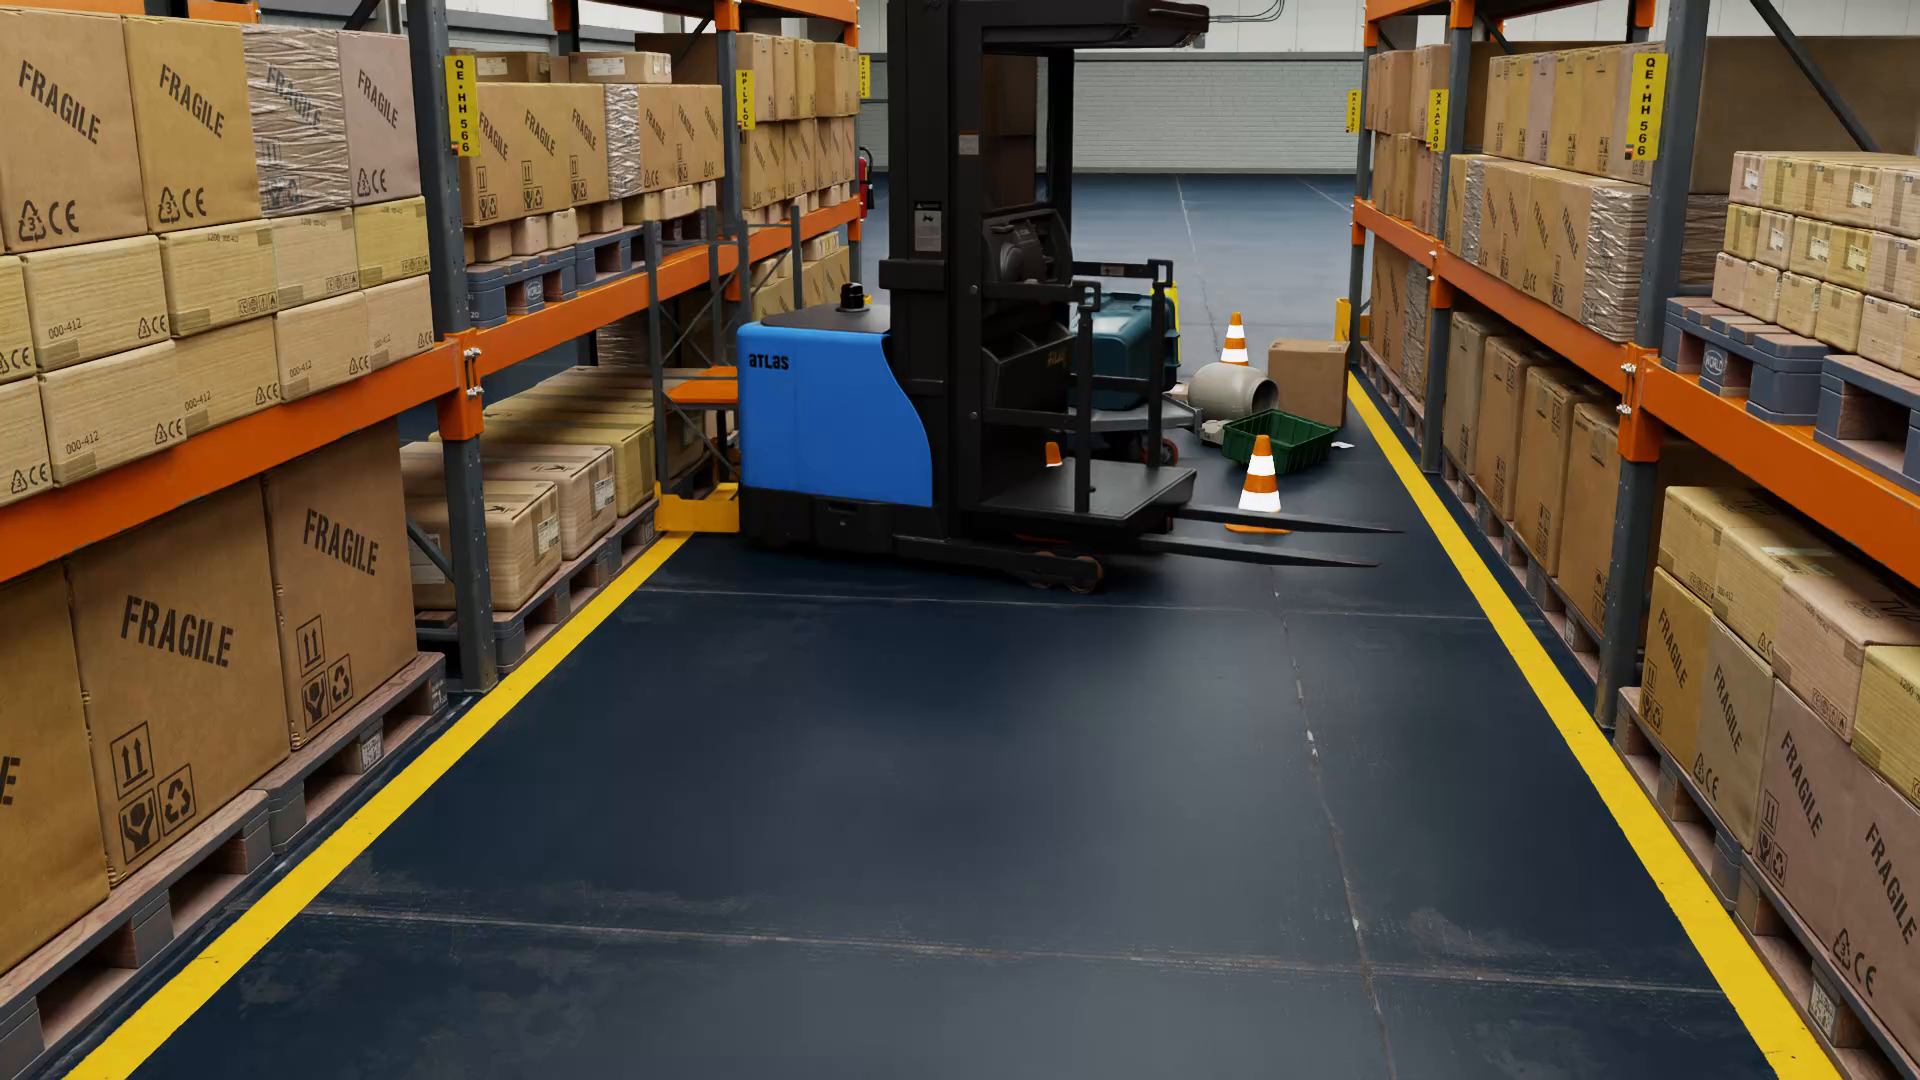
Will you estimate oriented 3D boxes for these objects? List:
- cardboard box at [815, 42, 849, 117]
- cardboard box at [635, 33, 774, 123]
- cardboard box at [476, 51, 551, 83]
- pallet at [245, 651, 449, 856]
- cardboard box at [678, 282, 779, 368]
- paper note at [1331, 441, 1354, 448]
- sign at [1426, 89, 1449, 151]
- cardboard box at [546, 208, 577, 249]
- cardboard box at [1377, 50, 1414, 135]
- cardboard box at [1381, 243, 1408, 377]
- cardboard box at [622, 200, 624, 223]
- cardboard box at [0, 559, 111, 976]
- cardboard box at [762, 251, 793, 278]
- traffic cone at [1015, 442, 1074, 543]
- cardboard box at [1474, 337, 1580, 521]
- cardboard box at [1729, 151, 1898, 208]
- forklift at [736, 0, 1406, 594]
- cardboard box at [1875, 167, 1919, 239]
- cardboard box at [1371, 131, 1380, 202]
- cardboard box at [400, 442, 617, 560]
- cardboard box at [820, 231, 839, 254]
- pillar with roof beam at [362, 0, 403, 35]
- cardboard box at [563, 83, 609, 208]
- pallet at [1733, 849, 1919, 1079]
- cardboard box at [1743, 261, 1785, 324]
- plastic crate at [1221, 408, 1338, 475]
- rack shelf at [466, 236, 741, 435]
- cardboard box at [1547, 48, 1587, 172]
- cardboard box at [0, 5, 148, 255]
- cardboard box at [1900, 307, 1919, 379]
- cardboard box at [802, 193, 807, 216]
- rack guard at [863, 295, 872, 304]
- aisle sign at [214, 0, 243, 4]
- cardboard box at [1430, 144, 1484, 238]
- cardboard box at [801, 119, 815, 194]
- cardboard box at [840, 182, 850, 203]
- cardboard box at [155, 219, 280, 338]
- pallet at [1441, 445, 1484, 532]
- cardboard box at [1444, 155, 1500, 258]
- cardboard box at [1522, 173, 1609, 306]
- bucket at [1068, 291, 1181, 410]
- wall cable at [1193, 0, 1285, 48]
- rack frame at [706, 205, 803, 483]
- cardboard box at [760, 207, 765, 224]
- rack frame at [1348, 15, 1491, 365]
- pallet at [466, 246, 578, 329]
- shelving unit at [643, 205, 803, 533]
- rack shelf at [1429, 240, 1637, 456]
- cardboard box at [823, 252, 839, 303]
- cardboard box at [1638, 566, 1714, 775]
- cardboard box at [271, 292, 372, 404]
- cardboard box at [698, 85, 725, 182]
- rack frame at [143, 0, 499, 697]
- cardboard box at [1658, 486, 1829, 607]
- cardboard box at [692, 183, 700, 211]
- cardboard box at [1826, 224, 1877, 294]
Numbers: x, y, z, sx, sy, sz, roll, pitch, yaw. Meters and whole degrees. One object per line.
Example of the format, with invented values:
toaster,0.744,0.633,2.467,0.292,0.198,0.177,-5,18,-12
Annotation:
cardboard box,-1.174,-3.253,11.769,0.700,0.500,0.500,2,15,6
cardboard box,-1.500,-2.729,9.829,0.700,0.500,0.500,2,15,6
cardboard box,-2.190,-2.258,7.956,0.380,0.149,0.250,3,15,9
pallet,-2.380,0.639,5.393,1.003,0.211,1.213,2,15,6
cardboard box,-1.430,-1.329,10.356,0.500,0.500,0.500,2,15,9
paper note,2.341,-0.595,10.302,0.147,0.020,0.142,-10,18,-32
sign,2.613,-2.299,9.107,0.100,0.325,0.005,2,15,6
cardboard box,-1.801,-1.282,6.833,0.380,0.149,0.250,2,15,7
cardboard box,3.367,-3.076,11.436,0.875,0.550,0.550,2,15,6
cardboard box,3.508,-1.635,11.728,0.875,0.875,0.875,1,15,5
cardboard box,-1.810,-1.557,7.849,0.380,0.149,0.250,1,15,4
cardboard box,-2.583,0.554,3.633,0.875,0.875,0.875,2,15,8
cardboard box,-1.300,-1.806,10.878,0.380,0.149,0.250,2,15,8
traffic cone,0.447,-0.254,8.216,0.336,0.463,0.334,2,15,6
cardboard box,3.072,-0.530,7.880,1.050,0.750,0.750,2,15,6
cardboard box,2.468,-1.043,4.808,0.380,0.149,0.250,2,15,6
forklift,0.496,-1.335,7.484,3.031,2.935,1.130,7,17,24
cardboard box,2.350,-0.772,3.806,0.380,0.149,0.250,2,15,9
cardboard box,3.619,-2.839,12.627,0.875,0.550,0.550,2,15,6
cardboard box,-2.067,-0.181,7.314,0.950,0.372,0.625,1,15,5
cardboard box,-1.119,-2.222,12.415,0.380,0.149,0.250,2,15,8
pillar with roof beam,-2.265,-7.300,17.920,9.100,9.000,0.400,2,15,6
cardboard box,-1.830,-1.687,7.087,0.500,0.500,0.500,2,15,7
pallet,2.484,1.075,3.782,1.003,0.211,1.213,2,15,6
cardboard box,2.432,-0.691,4.648,0.380,0.149,0.250,2,15,9
plastic crate,1.883,-0.581,9.840,0.450,0.188,0.662,22,25,31
rack shelf,-1.991,-1.080,7.789,1.077,0.370,4.000,2,15,6
cardboard box,2.943,-1.833,7.088,0.700,0.500,0.500,2,15,6
cardboard box,-2.191,-0.905,3.655,0.500,0.500,0.500,1,15,5
cardboard box,2.315,-0.417,3.633,0.380,0.149,0.250,2,15,7
cardboard box,-1.256,-2.295,11.384,0.380,0.149,0.250,2,15,6
rack guard,-1.322,-1.757,13.703,1.175,0.500,0.348,2,15,6
aisle sign,-5.947,-4.392,13.679,0.394,0.787,0.004,2,15,6
cardboard box,3.195,-1.995,9.507,0.875,0.550,0.550,2,15,6
cardboard box,-1.298,-2.636,11.404,0.500,0.500,0.500,2,15,7
cardboard box,-1.061,-2.690,12.846,0.380,0.149,0.250,2,15,6
cardboard box,-2.110,-0.678,4.253,0.500,0.250,0.500,1,15,5
pallet,3.153,-0.278,8.787,1.003,0.211,1.213,2,15,6
cardboard box,2.838,-1.747,8.683,0.500,0.500,0.500,2,15,7
cardboard box,2.612,-1.221,6.740,0.500,0.500,0.500,1,15,5
bucket,0.890,-1.083,9.782,0.726,0.611,0.620,7,27,25
wall cable,7.243,-15.735,42.598,2.305,6.003,0.169,2,15,6
rack frame,-1.083,-1.038,8.953,0.500,1.500,0.032,2,15,8
cardboard box,-1.434,-2.034,10.419,0.380,0.149,0.250,2,15,6
rack frame,3.616,-2.864,13.008,1.000,3.000,0.127,2,15,6
pallet,-2.242,-1.004,6.497,1.213,0.211,1.003,2,15,6
shelving unit,-1.160,-0.903,8.459,0.587,1.500,1.083,2,15,8
rack shelf,2.939,-0.961,7.347,1.077,0.370,4.000,2,15,6
cardboard box,-1.200,-1.870,12.358,0.500,0.500,0.500,2,15,8
cardboard box,2.380,0.391,4.955,0.500,0.500,0.500,1,15,4
cardboard box,-2.057,-0.565,4.791,0.500,0.250,0.500,2,15,7
cardboard box,-1.589,-2.214,9.039,0.500,0.500,0.500,1,15,5
rack frame,-2.216,-0.909,5.777,1.000,3.000,0.127,2,15,6
cardboard box,2.395,0.024,4.873,0.500,0.250,0.500,1,15,4
cardboard box,-1.596,-1.818,8.817,0.380,0.149,0.250,1,15,5
cardboard box,2.376,-0.690,4.073,0.380,0.149,0.250,2,15,7
